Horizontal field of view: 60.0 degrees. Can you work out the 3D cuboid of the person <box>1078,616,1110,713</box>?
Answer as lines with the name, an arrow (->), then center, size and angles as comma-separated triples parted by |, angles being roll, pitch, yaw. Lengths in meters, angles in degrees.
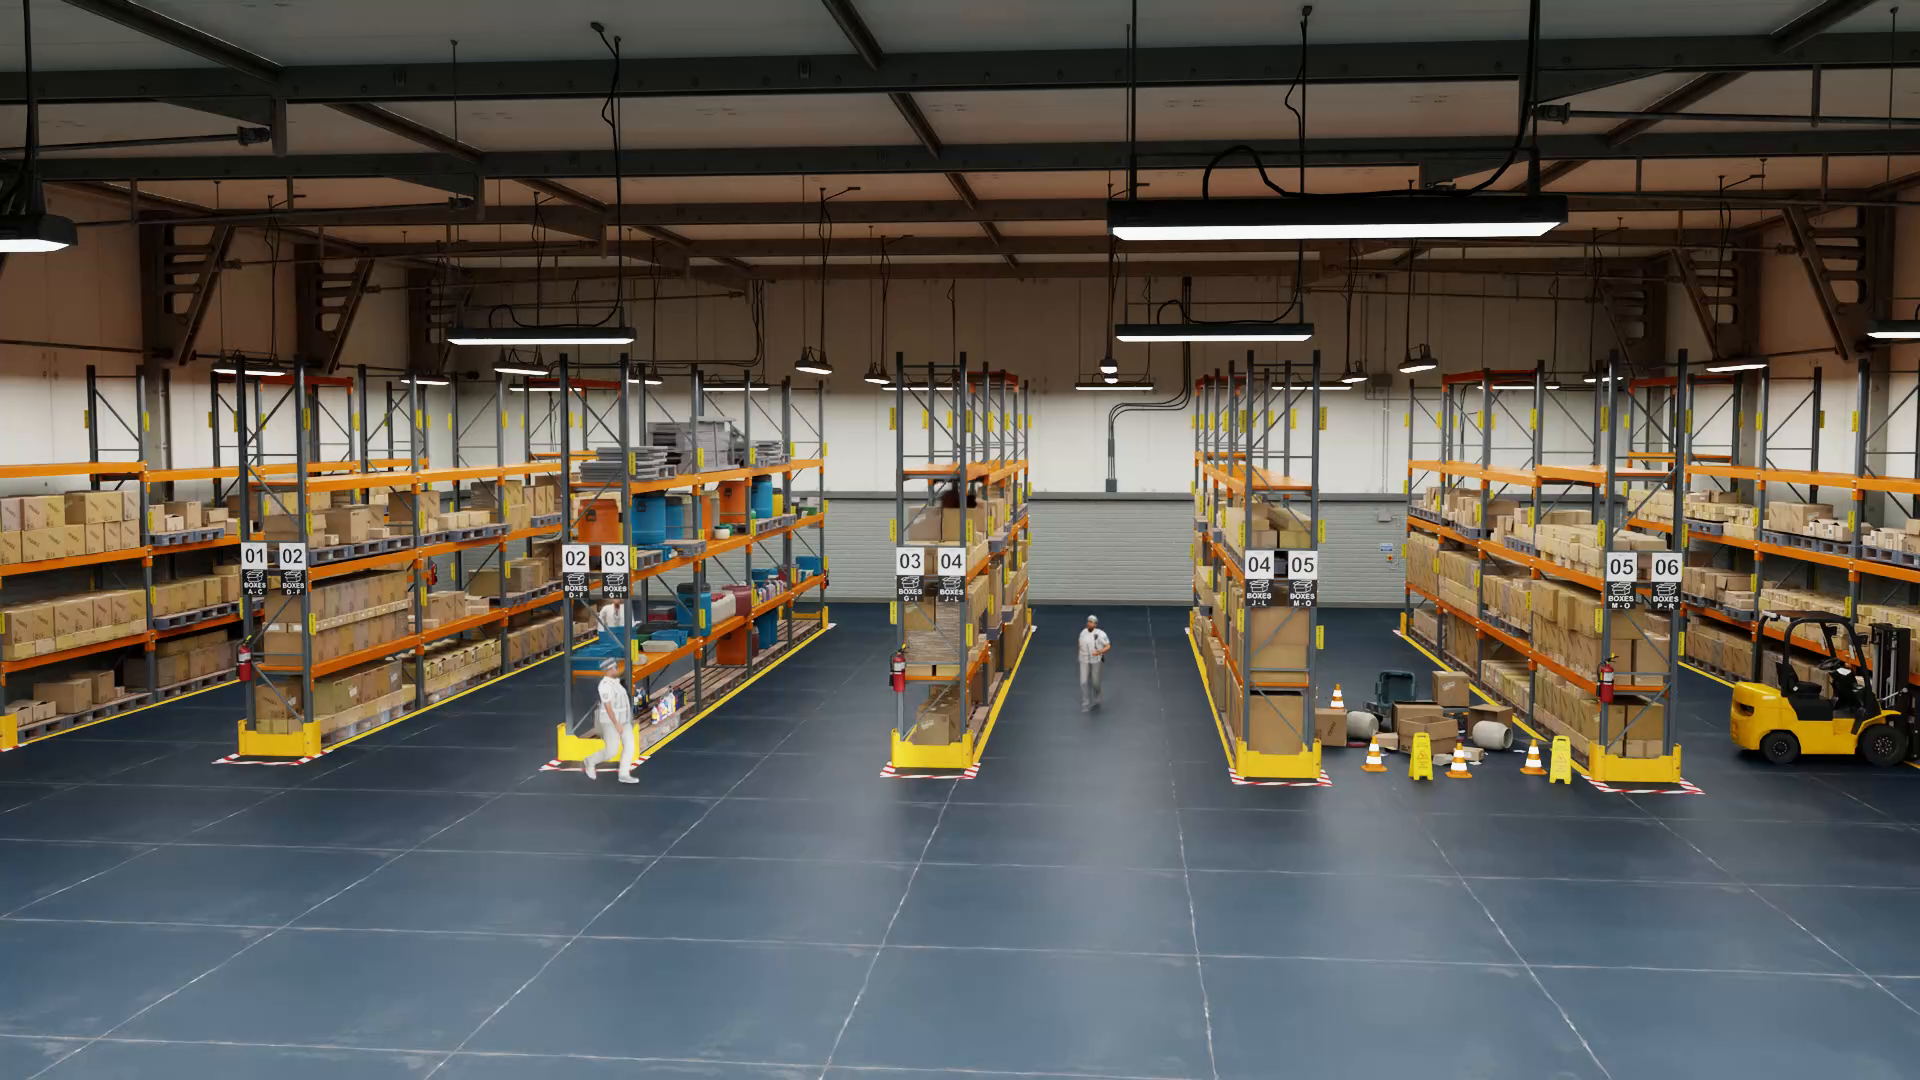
person -> 2.324, 2.155, 28.931 | 0.595, 1.702, 0.722 | 1, 4, 11

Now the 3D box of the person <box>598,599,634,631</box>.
person -> -6.600, 1.906, 31.931 | 0.755, 1.815, 0.935 | 0, 4, 6

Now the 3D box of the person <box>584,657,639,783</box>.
person -> -4.812, 2.483, 22.985 | 0.751, 1.739, 0.522 | 2, 5, 26
